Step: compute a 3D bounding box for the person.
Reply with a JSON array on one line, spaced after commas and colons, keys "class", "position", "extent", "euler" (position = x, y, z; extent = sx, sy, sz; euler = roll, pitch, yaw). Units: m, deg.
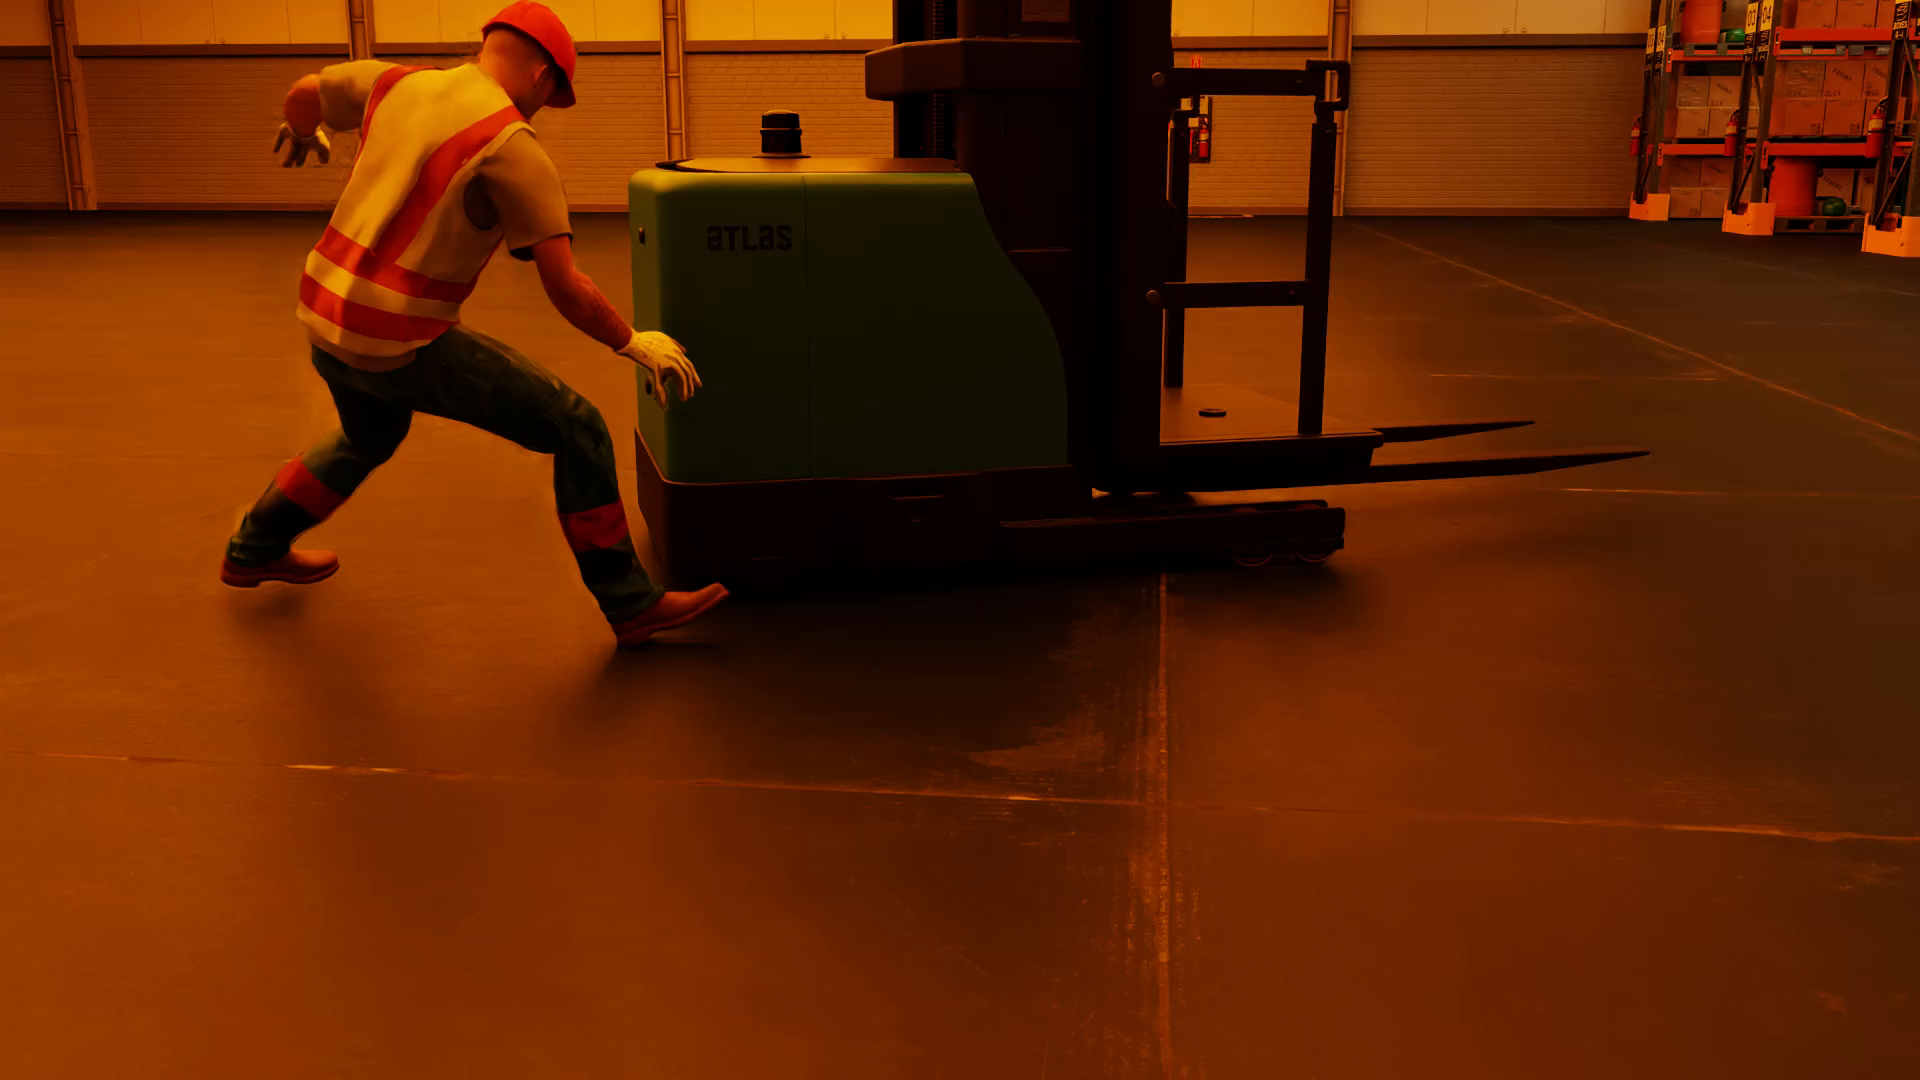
[{"class": "person", "position": [-1.216, -0.502, 3.922], "extent": [1.260, 1.476, 0.733], "euler": [12, 18, 43]}]

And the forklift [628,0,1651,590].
[{"class": "forklift", "position": [0.587, -1.464, 4.770], "extent": [3.031, 2.935, 1.130], "euler": [-4, 14, -15]}]
